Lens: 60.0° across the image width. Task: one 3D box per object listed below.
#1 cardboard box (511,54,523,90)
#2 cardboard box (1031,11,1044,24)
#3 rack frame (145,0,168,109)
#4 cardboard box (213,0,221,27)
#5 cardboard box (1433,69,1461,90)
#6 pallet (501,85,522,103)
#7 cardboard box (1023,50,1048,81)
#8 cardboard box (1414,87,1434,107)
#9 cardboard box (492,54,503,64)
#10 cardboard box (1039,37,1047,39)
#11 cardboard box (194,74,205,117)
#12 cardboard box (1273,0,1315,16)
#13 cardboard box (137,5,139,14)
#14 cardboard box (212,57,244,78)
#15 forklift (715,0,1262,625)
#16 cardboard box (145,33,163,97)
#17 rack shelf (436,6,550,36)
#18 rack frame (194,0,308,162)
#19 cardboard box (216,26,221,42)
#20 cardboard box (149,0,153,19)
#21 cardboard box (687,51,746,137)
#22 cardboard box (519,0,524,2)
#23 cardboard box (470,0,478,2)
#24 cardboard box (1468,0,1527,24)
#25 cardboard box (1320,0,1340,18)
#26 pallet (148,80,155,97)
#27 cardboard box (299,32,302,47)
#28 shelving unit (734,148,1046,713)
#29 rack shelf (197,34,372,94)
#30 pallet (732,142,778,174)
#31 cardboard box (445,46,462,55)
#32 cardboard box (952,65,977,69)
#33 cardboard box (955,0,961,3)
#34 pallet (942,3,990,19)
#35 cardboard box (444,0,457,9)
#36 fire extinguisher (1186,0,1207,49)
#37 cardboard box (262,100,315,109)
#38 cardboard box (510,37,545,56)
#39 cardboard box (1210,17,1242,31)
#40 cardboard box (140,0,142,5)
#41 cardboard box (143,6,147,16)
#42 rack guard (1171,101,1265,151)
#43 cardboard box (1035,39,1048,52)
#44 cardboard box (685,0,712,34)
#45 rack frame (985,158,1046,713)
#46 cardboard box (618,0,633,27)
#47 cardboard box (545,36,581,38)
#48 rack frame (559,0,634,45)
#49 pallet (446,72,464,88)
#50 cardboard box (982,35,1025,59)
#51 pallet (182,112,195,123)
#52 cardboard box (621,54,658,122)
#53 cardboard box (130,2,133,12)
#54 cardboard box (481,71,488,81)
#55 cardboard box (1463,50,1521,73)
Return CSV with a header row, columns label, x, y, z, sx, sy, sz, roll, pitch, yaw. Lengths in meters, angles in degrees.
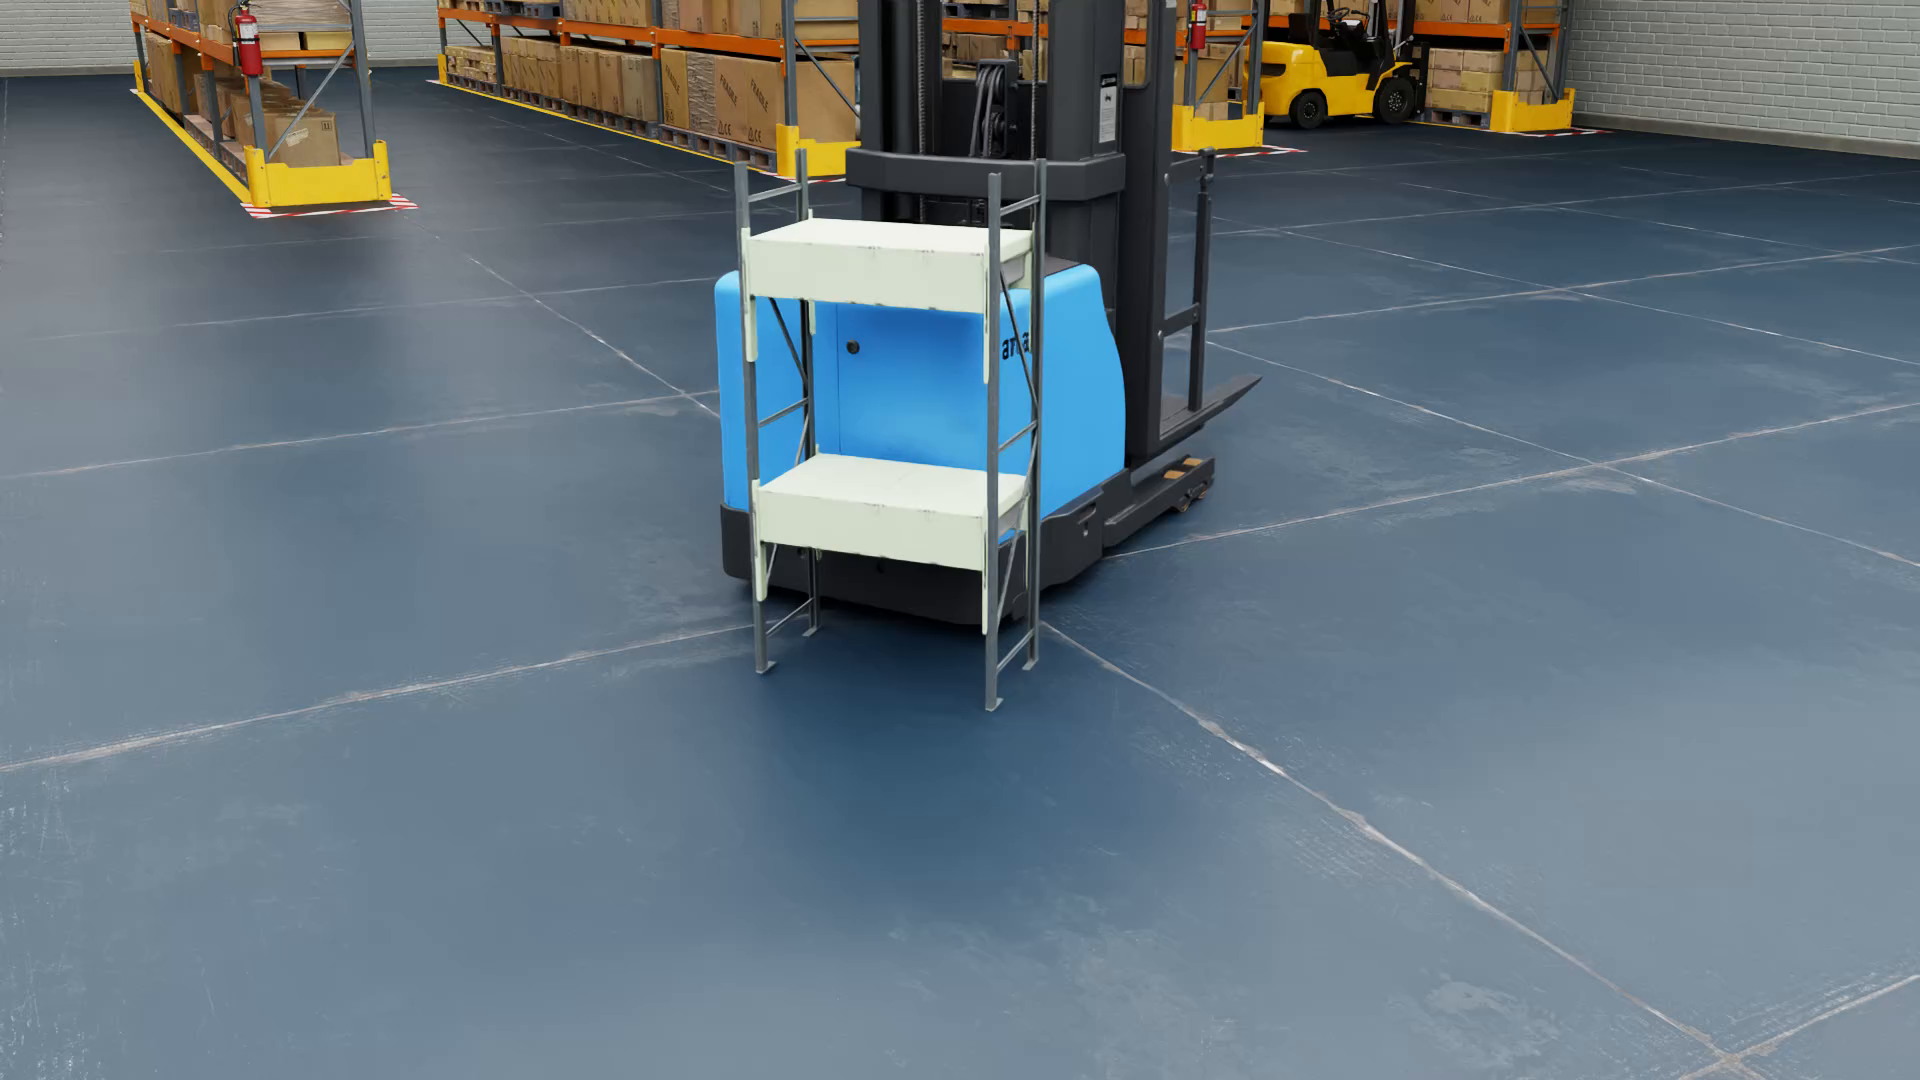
label,x,y,z,sx,sy,sz,roll,pitch,yaw
cardboard box,-6.619,-7.243,25.712,0.500,0.500,0.500,-9,21,-24
cardboard box,1.151,-6.807,21.644,0.380,0.149,0.250,-9,21,-25
rack frame,-11.402,-7.892,24.403,1.000,3.000,0.127,-10,21,-27
cardboard box,-6.710,-5.217,16.044,0.875,0.500,0.500,-10,21,-27
cardboard box,6.650,-6.124,22.085,0.500,0.250,0.500,-10,22,-27
pallet,-6.618,-7.090,26.353,1.003,0.211,1.213,-10,21,-27
cardboard box,1.161,-6.172,21.842,0.500,0.500,0.500,-9,21,-24
cardboard box,6.426,-6.026,22.567,0.500,0.250,0.500,-10,21,-26
cardboard box,-7.387,-7.825,27.024,0.380,0.149,0.250,-9,21,-25
cardboard box,1.622,-9.376,30.898,0.380,0.149,0.250,-9,21,-24
cardboard box,-9.167,-5.581,20.863,0.700,0.500,0.500,-11,22,-30
cardboard box,5.016,-7.933,24.754,0.500,0.250,0.500,-9,21,-25
cardboard box,-12.565,-8.252,25.832,0.380,0.149,0.250,-10,21,-26
cardboard box,-8.897,-5.786,20.308,0.500,0.250,0.500,-7,20,-21
forklift,0.358,-1.555,6.145,1.130,2.935,3.031,10,22,27
cardboard box,-11.080,-6.905,24.158,1.225,0.875,0.875,-10,21,-26
rack shelf,-7.938,-8.865,28.327,1.077,0.370,4.000,-10,21,-27
rack frame,-7.603,-5.595,17.748,1.000,3.000,0.127,-10,21,-27
cardboard box,-7.042,-4.940,16.233,0.380,0.149,0.250,-10,21,-27
cardboard box,-11.164,-7.624,23.474,0.500,0.500,0.500,-10,21,-27
cardboard box,-2.521,-5.079,18.865,0.875,0.875,0.875,-10,21,-26
cardboard box,-6.211,-7.927,24.248,0.380,0.149,0.250,-11,22,-29
cardboard box,-7.713,-9.063,27.189,0.500,0.500,0.500,-11,22,-28
cardboard box,6.920,-6.900,21.375,0.500,0.500,0.500,-11,22,-28
cardboard box,5.466,-7.780,23.925,0.500,0.500,0.500,-11,22,-28
pallet,-12.853,-7.504,27.556,1.003,0.211,1.213,-10,21,-27
cardboard box,-5.836,-4.596,15.236,0.380,0.149,0.250,-10,21,-27
shelving unit,-0.186,-0.324,4.770,0.755,1.500,0.431,7,20,20
rack shelf,-6.653,-4.681,16.201,1.077,0.370,4.000,-10,21,-27
pallet,-1.739,-4.085,17.647,1.003,0.211,1.213,-10,21,-27
cardboard box,-8.938,-8.708,29.584,0.380,0.149,0.250,-11,22,-29
cardboard box,-0.164,-6.860,24.799,0.950,0.372,0.625,-10,22,-28
cardboard box,0.159,-7.610,23.328,0.380,0.149,0.250,-10,21,-27
pallet,0.195,-7.626,23.927,1.003,0.211,1.213,-10,21,-27
cardboard box,-8.785,-9.365,29.057,0.380,0.149,0.250,-11,22,-28
fire extinguisher,2.667,-5.841,18.579,0.296,0.674,0.183,-10,21,-27
cardboard box,-6.806,-4.162,16.782,0.500,0.500,0.500,-12,22,-31
cardboard box,-6.615,-7.597,25.587,0.500,0.250,0.500,-9,21,-25
cardboard box,3.039,-5.993,19.285,0.380,0.149,0.250,-10,21,-26
cardboard box,-12.090,-8.196,25.058,0.500,0.250,0.500,-9,21,-25
cardboard box,-11.835,-7.810,24.551,0.380,0.149,0.250,-10,21,-26
rack guard,2.982,-4.822,19.340,1.175,0.500,0.348,-10,21,-27
cardboard box,1.168,-6.434,21.605,0.380,0.149,0.250,-10,21,-26
cardboard box,-2.570,-5.974,18.615,0.875,0.550,0.550,-10,21,-27
rack frame,0.155,-0.280,4.645,0.023,1.500,0.400,7,20,20
cardboard box,-3.913,-6.635,20.608,0.500,0.500,0.500,-10,22,-27
cardboard box,-6.180,-7.678,25.823,0.500,0.250,0.500,-9,21,-24
rack frame,-5.089,-7.483,23.218,1.000,3.000,0.127,-10,21,-27
pallet,-8.497,-8.201,29.573,1.003,0.211,1.213,-10,21,-27
cardboard box,0.858,-9.622,32.606,0.700,0.500,0.500,-11,22,-29
pallet,-9.810,-5.663,22.220,1.003,0.211,1.213,-10,21,-27
cardboard box,-3.564,-5.634,20.665,1.050,0.750,0.750,-10,21,-27
cardboard box,-13.300,-8.695,27.116,0.380,0.149,0.250,-10,22,-27
cardboard box,-7.707,-7.695,27.560,0.380,0.149,0.250,-11,22,-28
cardboard box,6.891,-6.207,21.560,0.500,0.250,0.500,-9,21,-25
